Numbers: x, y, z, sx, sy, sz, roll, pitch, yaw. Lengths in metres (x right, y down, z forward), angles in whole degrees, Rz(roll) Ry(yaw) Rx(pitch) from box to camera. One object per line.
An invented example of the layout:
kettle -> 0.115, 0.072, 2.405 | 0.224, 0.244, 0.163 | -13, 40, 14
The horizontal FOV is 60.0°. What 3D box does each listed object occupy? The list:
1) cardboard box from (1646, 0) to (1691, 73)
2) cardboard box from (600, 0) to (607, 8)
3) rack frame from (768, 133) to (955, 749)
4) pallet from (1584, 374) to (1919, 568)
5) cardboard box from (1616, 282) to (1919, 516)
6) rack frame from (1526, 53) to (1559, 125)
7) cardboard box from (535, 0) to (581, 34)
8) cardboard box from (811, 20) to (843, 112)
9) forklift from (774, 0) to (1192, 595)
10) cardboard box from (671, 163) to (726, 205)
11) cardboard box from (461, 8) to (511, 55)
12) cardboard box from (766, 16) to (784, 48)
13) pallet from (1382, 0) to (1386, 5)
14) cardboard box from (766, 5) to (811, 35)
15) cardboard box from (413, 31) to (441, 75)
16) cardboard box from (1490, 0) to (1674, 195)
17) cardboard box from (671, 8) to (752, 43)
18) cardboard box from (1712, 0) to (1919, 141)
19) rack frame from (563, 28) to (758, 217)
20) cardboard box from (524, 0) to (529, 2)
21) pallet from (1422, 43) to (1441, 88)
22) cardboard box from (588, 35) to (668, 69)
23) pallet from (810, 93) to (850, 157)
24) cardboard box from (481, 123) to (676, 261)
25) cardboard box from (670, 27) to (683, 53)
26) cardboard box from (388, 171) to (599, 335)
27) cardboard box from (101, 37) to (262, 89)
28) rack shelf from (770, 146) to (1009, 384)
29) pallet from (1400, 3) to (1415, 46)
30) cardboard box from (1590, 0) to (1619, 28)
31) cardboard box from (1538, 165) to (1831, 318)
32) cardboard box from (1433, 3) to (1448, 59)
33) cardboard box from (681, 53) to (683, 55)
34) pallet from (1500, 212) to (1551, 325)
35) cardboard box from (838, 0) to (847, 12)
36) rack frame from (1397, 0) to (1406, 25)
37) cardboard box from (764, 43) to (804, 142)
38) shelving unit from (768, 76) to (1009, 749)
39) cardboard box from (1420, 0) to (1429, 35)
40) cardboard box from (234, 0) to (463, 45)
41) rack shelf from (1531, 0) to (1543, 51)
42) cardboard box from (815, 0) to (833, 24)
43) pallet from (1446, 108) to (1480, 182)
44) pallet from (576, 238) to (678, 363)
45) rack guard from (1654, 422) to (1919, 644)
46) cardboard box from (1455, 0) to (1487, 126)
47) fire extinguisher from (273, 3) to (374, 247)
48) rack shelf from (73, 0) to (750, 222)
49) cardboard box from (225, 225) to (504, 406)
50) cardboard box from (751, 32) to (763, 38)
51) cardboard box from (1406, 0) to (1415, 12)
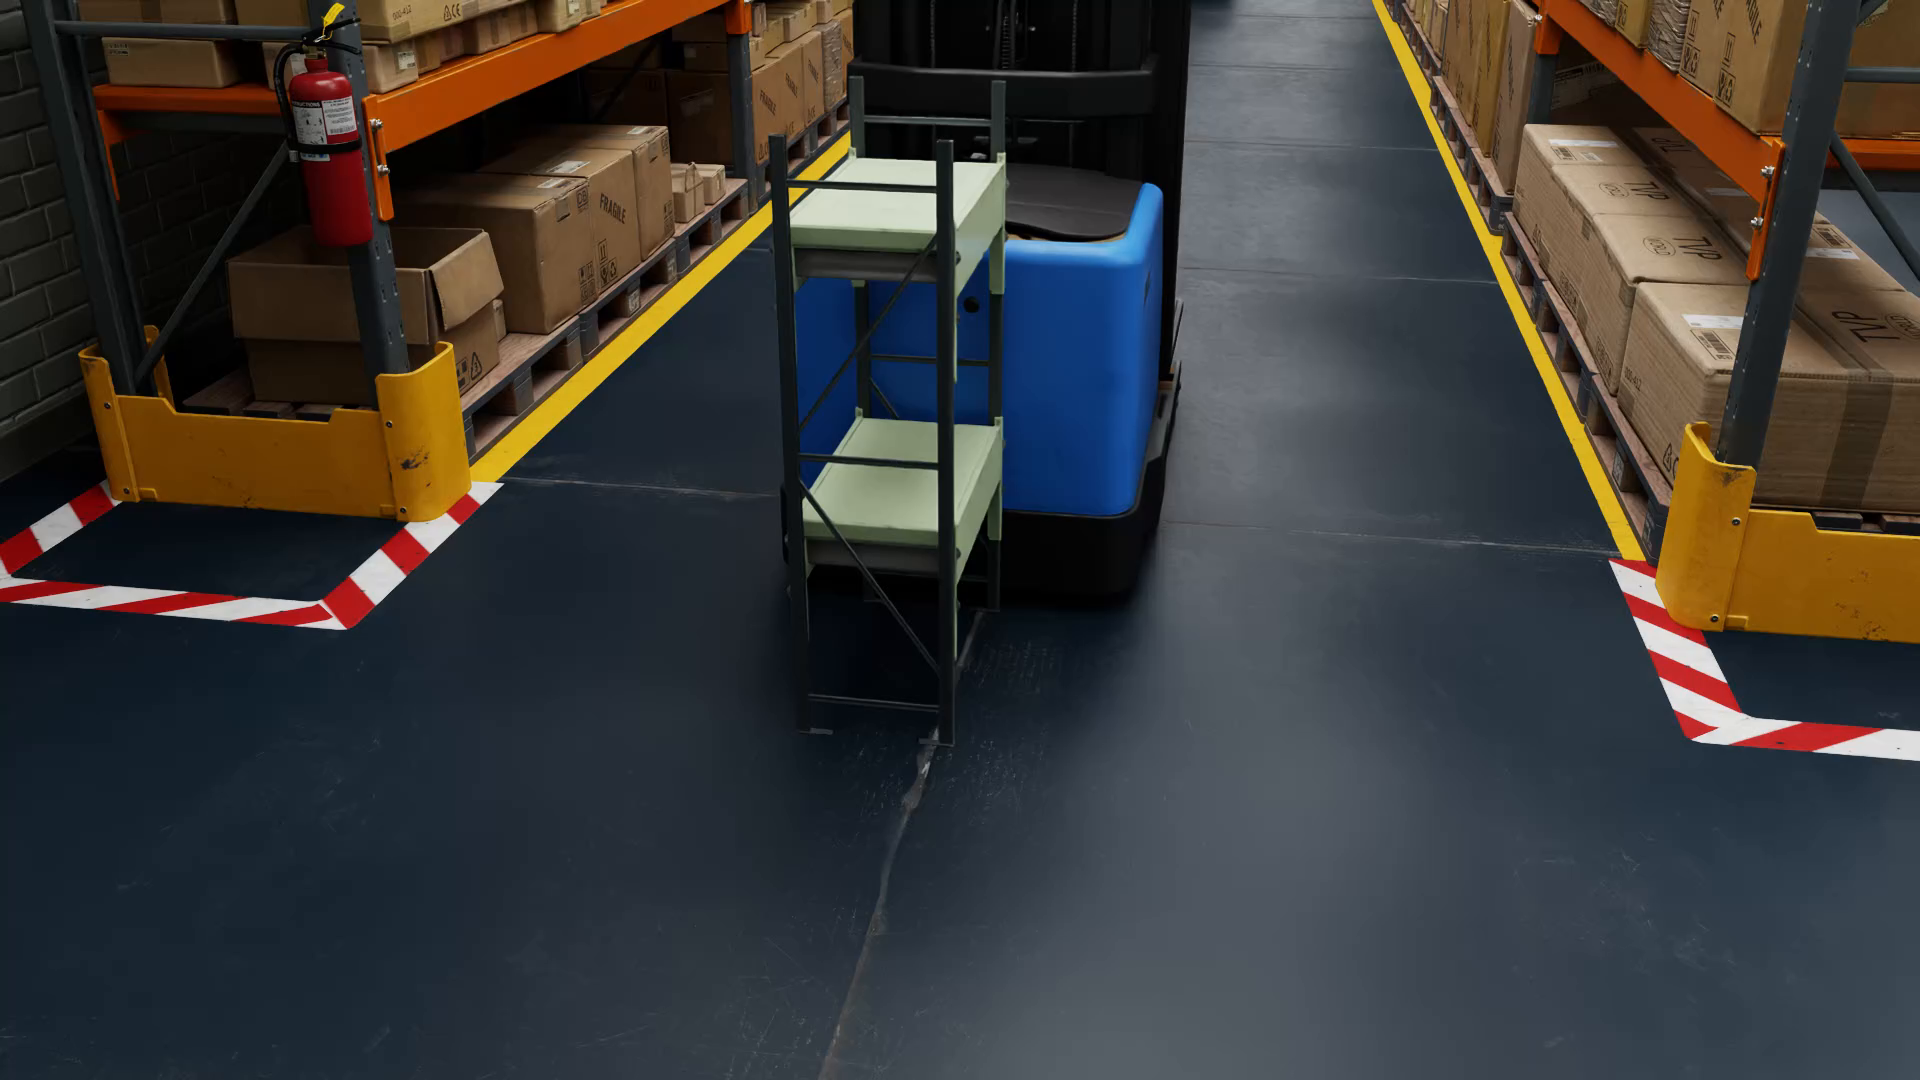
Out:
cardboard box -> 2.627, -1.839, 5.523 | 0.500, 0.500, 0.500 | 5, 26, 10
cardboard box -> -1.679, -2.256, 6.827 | 0.380, 0.149, 0.250 | 4, 25, 8
rack frame -> -0.212, -0.178, 3.862 | 0.400, 1.500, 0.023 | 4, 25, 9
pallet -> 2.692, -0.226, 5.484 | 1.003, 0.211, 1.213 | 4, 25, 9
cardboard box -> 2.647, -0.462, 5.226 | 0.875, 0.438, 0.875 | 3, 25, 7
rack frame -> 3.292, -2.822, 7.741 | 1.000, 3.000, 0.127 | 4, 25, 9
cardboard box -> -1.676, -2.032, 6.349 | 0.380, 0.149, 0.250 | 3, 25, 7
cardboard box -> -1.051, -3.058, 10.697 | 0.500, 0.500, 0.500 | 3, 25, 7
forklift -> 0.239, -1.770, 5.573 | 1.130, 2.935, 3.031 | 4, 25, 9
cardboard box -> -1.407, -1.810, 8.447 | 0.380, 0.149, 0.250 | 3, 25, 7
cardboard box -> -1.829, -1.820, 5.896 | 0.380, 0.149, 0.250 | 5, 26, 10
cardboard box -> -1.254, -2.993, 9.794 | 0.380, 0.149, 0.250 | 4, 25, 8
pallet -> 4.871, -5.700, 17.179 | 1.003, 0.211, 1.213 | 4, 25, 9
cardboard box -> -1.133, -3.198, 10.233 | 0.380, 0.149, 0.250 | 5, 26, 10
cardboard box -> -1.939, -1.606, 5.439 | 0.380, 0.149, 0.250 | 5, 25, 10
cardboard box -> 3.314, -2.315, 8.668 | 0.875, 0.875, 0.875 | 5, 26, 10
cardboard box -> -1.344, -2.787, 9.003 | 0.380, 0.149, 0.250 | 4, 25, 8
cardboard box -> 2.456, -1.415, 4.616 | 0.500, 0.500, 0.500 | 4, 25, 9
rack frame -> -1.606, -3.165, 8.472 | 1.000, 3.000, 0.127 | 4, 25, 9
cardboard box -> -1.758, -2.153, 6.137 | 0.500, 0.250, 0.500 | 4, 25, 8
pallet -> 4.075, -3.559, 12.604 | 1.003, 0.211, 1.213 | 4, 25, 9
cardboard box -> -1.830, -2.690, 9.147 | 0.380, 0.149, 0.250 | 3, 25, 6
pallet -> -1.313, -2.756, 10.889 | 1.003, 0.211, 1.213 | 4, 25, 9
cardboard box -> -1.718, -1.588, 7.557 | 0.700, 0.500, 0.500 | 3, 25, 7
cardboard box -> -1.761, -2.903, 9.602 | 0.380, 0.149, 0.250 | 4, 25, 9
cardboard box -> -1.888, -1.154, 6.630 | 0.700, 0.500, 0.500 | 5, 26, 11
cardboard box -> -2.470, -1.535, 5.288 | 0.380, 0.149, 0.250 | 4, 25, 8
rack shelf -> -0.148, -0.685, 4.023 | 0.431, 0.370, 0.720 | 4, 25, 9
pallet -> 4.473, -4.579, 14.785 | 1.003, 0.211, 1.213 | 4, 25, 9
cardboard box -> 2.783, -2.272, 6.447 | 0.500, 0.500, 0.500 | 4, 25, 9
cardboard box -> 2.938, -1.222, 6.850 | 0.875, 0.438, 0.875 | 3, 25, 7
cardboard box -> 4.048, -3.731, 12.287 | 0.950, 0.372, 0.625 | 2, 25, 5
cardboard box -> -1.728, -2.655, 9.838 | 0.500, 0.500, 0.500 | 3, 25, 6
pallet -> 3.090, -1.247, 7.664 | 1.003, 0.211, 1.213 | 4, 25, 9
cardboard box -> -0.971, -3.635, 11.165 | 0.380, 0.149, 0.250 | 5, 26, 10
rack frame -> 4.599, -6.168, 14.889 | 1.000, 3.000, 0.127 | 4, 25, 9
cardboard box -> -1.227, -2.633, 9.790 | 0.500, 0.500, 0.500 | 4, 25, 8
shelving unit -> -0.148, -0.331, 4.188 | 0.431, 1.500, 0.755 | 4, 25, 9
cardboard box -> 4.290, -4.357, 13.624 | 0.950, 0.372, 0.625 | 5, 26, 10
cardboard box -> -1.920, -1.730, 5.233 | 0.500, 0.250, 0.500 | 4, 25, 9
rack shelf -> 3.619, -3.333, 9.681 | 1.077, 0.370, 4.000 | 4, 25, 9
cardboard box -> -1.027, -3.413, 10.690 | 0.380, 0.149, 0.250 | 3, 25, 6
pallet -> 3.541, -2.399, 10.126 | 1.003, 0.211, 1.213 | 4, 25, 9
pallet -> -1.916, -1.103, 7.357 | 1.003, 0.211, 1.213 | 4, 25, 9
rack guard -> 2.634, -0.007, 4.676 | 1.175, 0.500, 0.348 | 4, 25, 9
cardboard box -> 3.601, -3.067, 10.275 | 0.875, 0.875, 0.875 | 4, 25, 9
fire extinguisher -> -1.828, -1.194, 4.794 | 0.296, 0.674, 0.183 | 4, 25, 9
rack shelf -> -1.933, -2.002, 6.838 | 1.077, 0.370, 4.000 | 4, 25, 9
cardboard box -> -2.066, -0.800, 5.871 | 0.797, 0.503, 0.637 | 3, 25, 6
cardboard box -> -1.316, -2.769, 9.316 | 0.380, 0.149, 0.250 | 3, 25, 7
cardboard box -> 4.516, -4.949, 14.888 | 0.950, 0.372, 0.625 | 4, 25, 9
